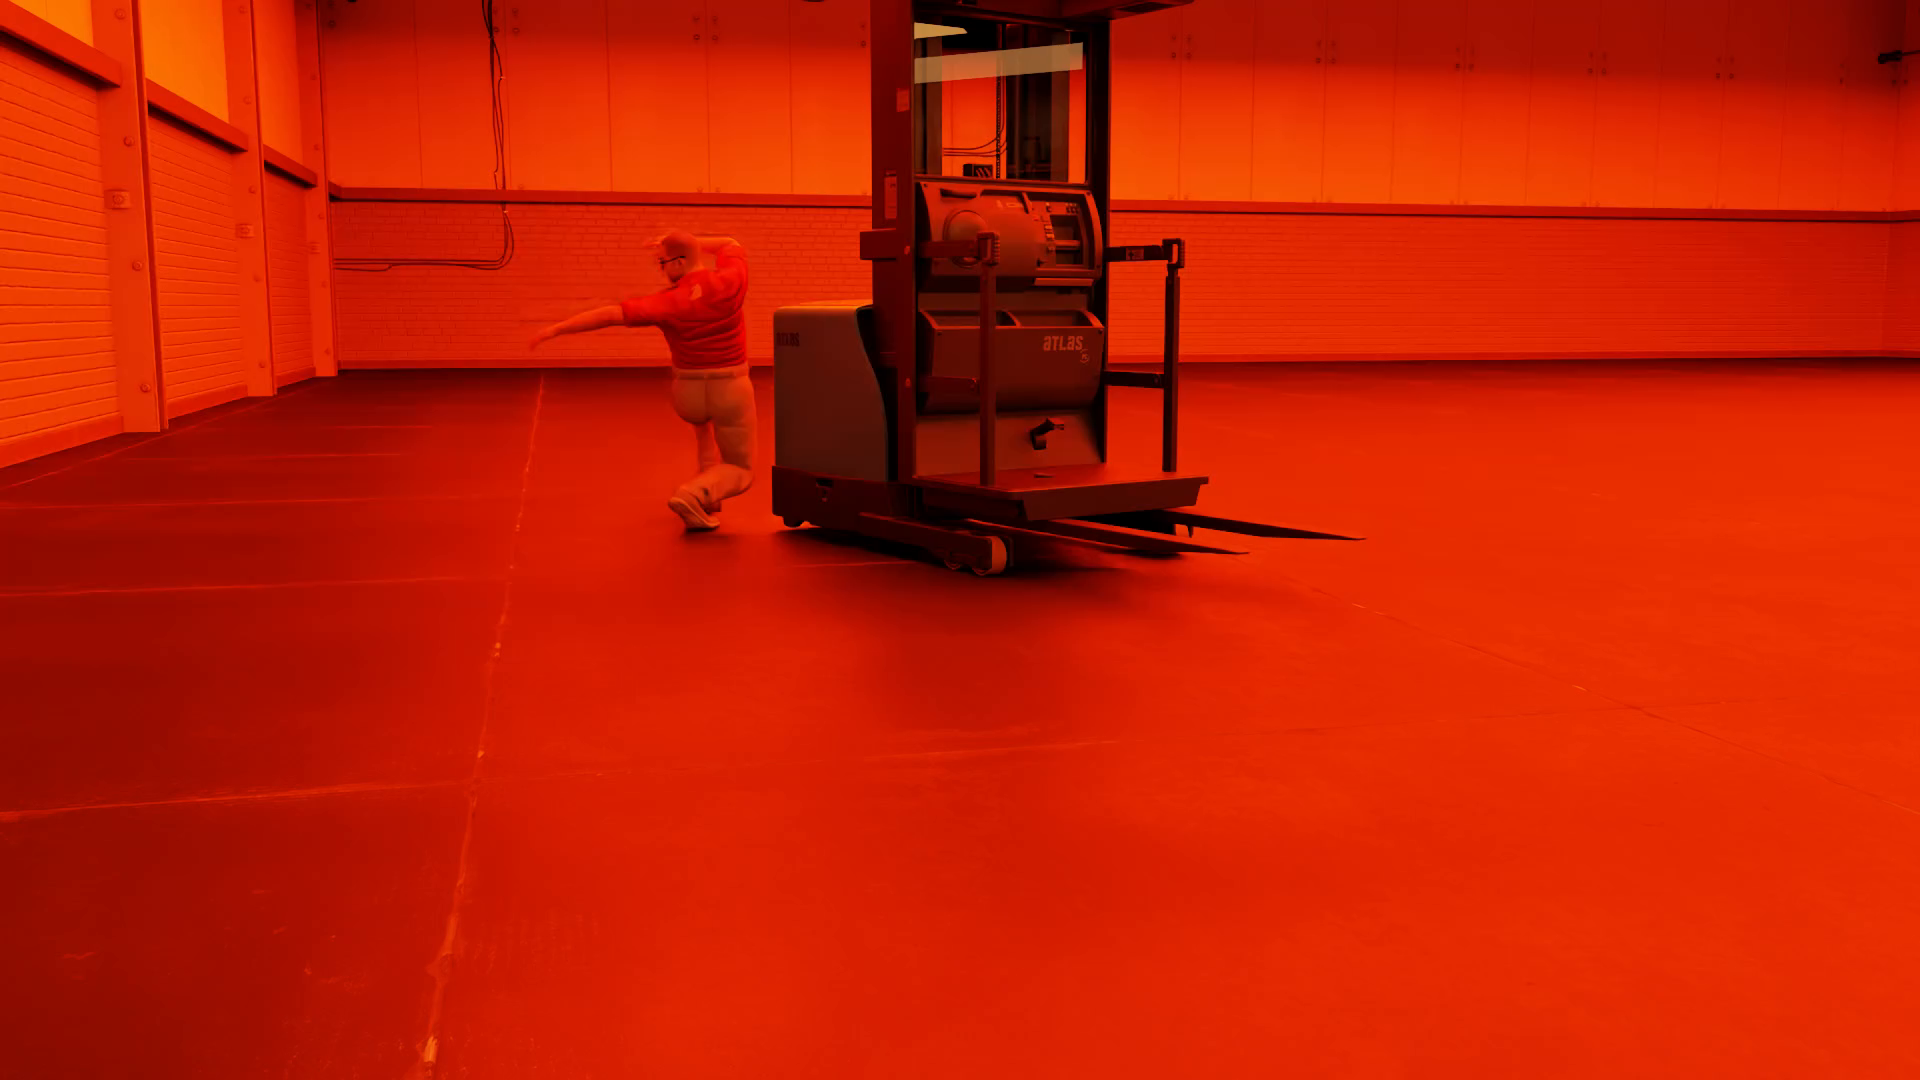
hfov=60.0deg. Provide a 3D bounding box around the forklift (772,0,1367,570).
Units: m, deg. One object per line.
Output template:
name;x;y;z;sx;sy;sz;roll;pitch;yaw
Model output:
forklift;0.355;-1.383;7.015;1.130;2.935;3.031;-6;10;-35

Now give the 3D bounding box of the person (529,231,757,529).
person;-1.530;-0.785;8.270;1.029;1.459;0.920;0;8;1
